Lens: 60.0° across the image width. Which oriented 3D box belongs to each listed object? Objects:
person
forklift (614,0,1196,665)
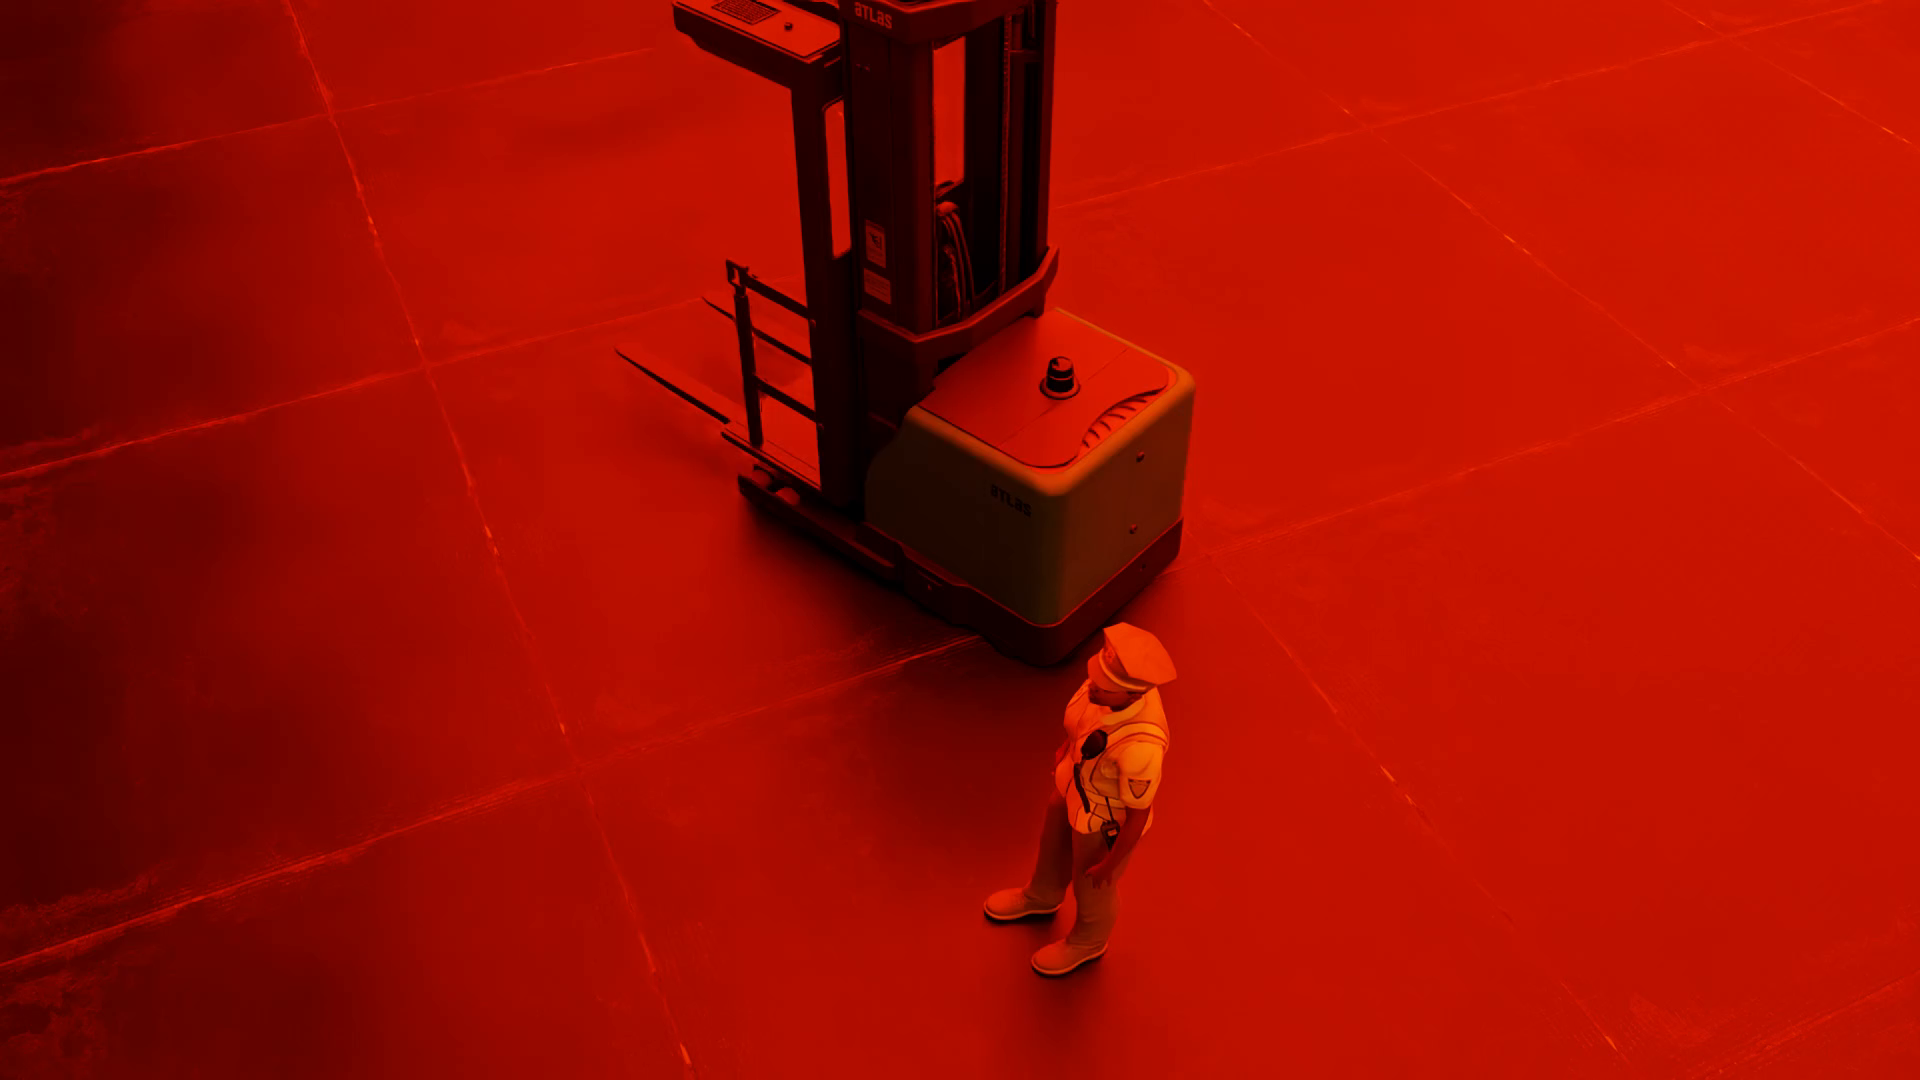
[{"bbox_3d":[0.397,0.901,5.612,0.530,1.696,0.563,-8,44,-9],"label":"person"},{"bbox_3d":[-0.426,-1.398,7.178,3.031,2.935,1.130,31,51,29],"label":"forklift"}]
